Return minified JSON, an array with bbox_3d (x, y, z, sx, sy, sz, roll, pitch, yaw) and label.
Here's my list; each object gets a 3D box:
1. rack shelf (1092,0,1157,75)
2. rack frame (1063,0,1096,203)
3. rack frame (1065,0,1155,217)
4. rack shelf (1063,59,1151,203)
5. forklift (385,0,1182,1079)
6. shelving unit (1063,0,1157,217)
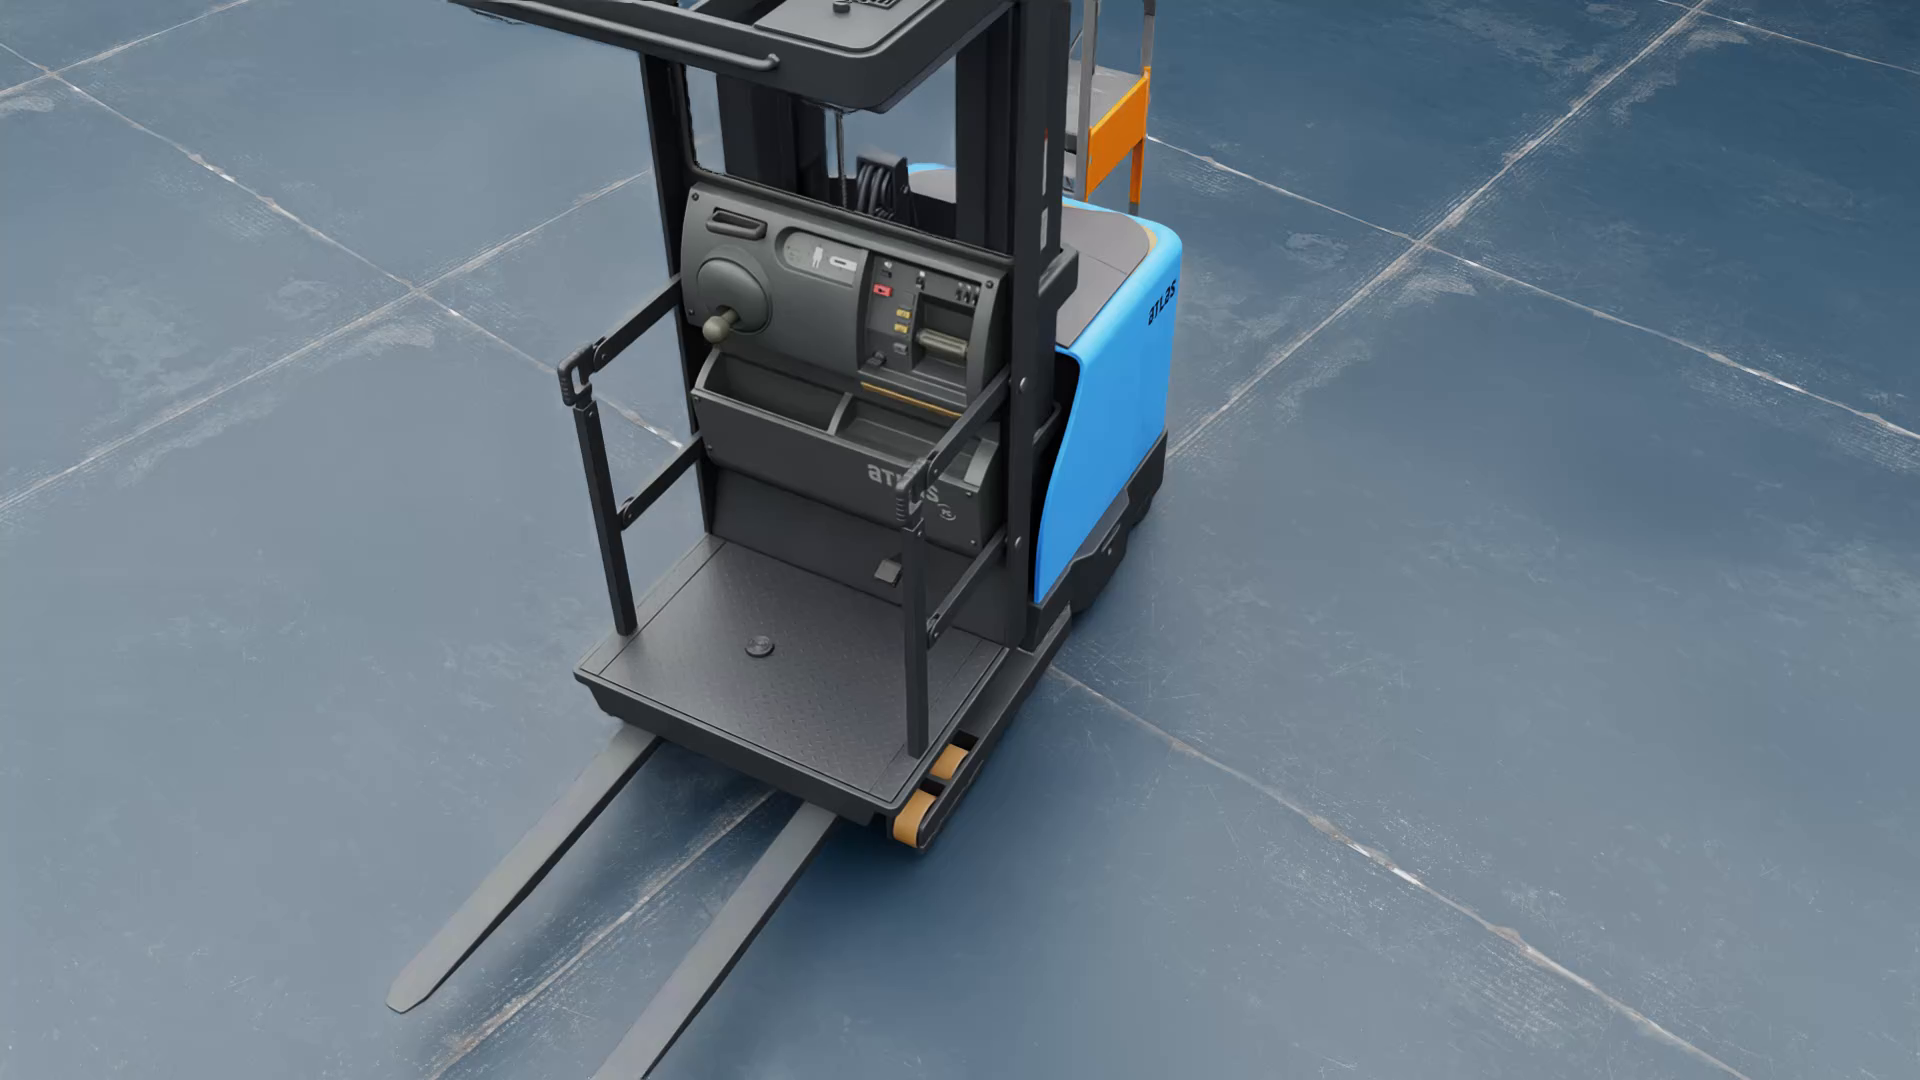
[{"bbox_3d":[0.346,-1.834,5.186,0.431,0.518,0.480,20,46,21],"label":"rack shelf"},{"bbox_3d":[0.230,-1.182,5.489,0.400,2.100,0.015,20,46,21],"label":"rack frame"},{"bbox_3d":[0.461,-1.471,5.807,0.400,2.100,0.015,20,46,21],"label":"rack frame"},{"bbox_3d":[0.346,-1.316,5.657,0.431,0.518,0.480,20,46,21],"label":"rack shelf"},{"bbox_3d":[-0.425,-0.553,4.179,1.130,2.935,3.031,20,46,21],"label":"forklift"},{"bbox_3d":[0.346,-1.326,5.648,0.431,2.100,0.503,20,46,21],"label":"shelving unit"}]
